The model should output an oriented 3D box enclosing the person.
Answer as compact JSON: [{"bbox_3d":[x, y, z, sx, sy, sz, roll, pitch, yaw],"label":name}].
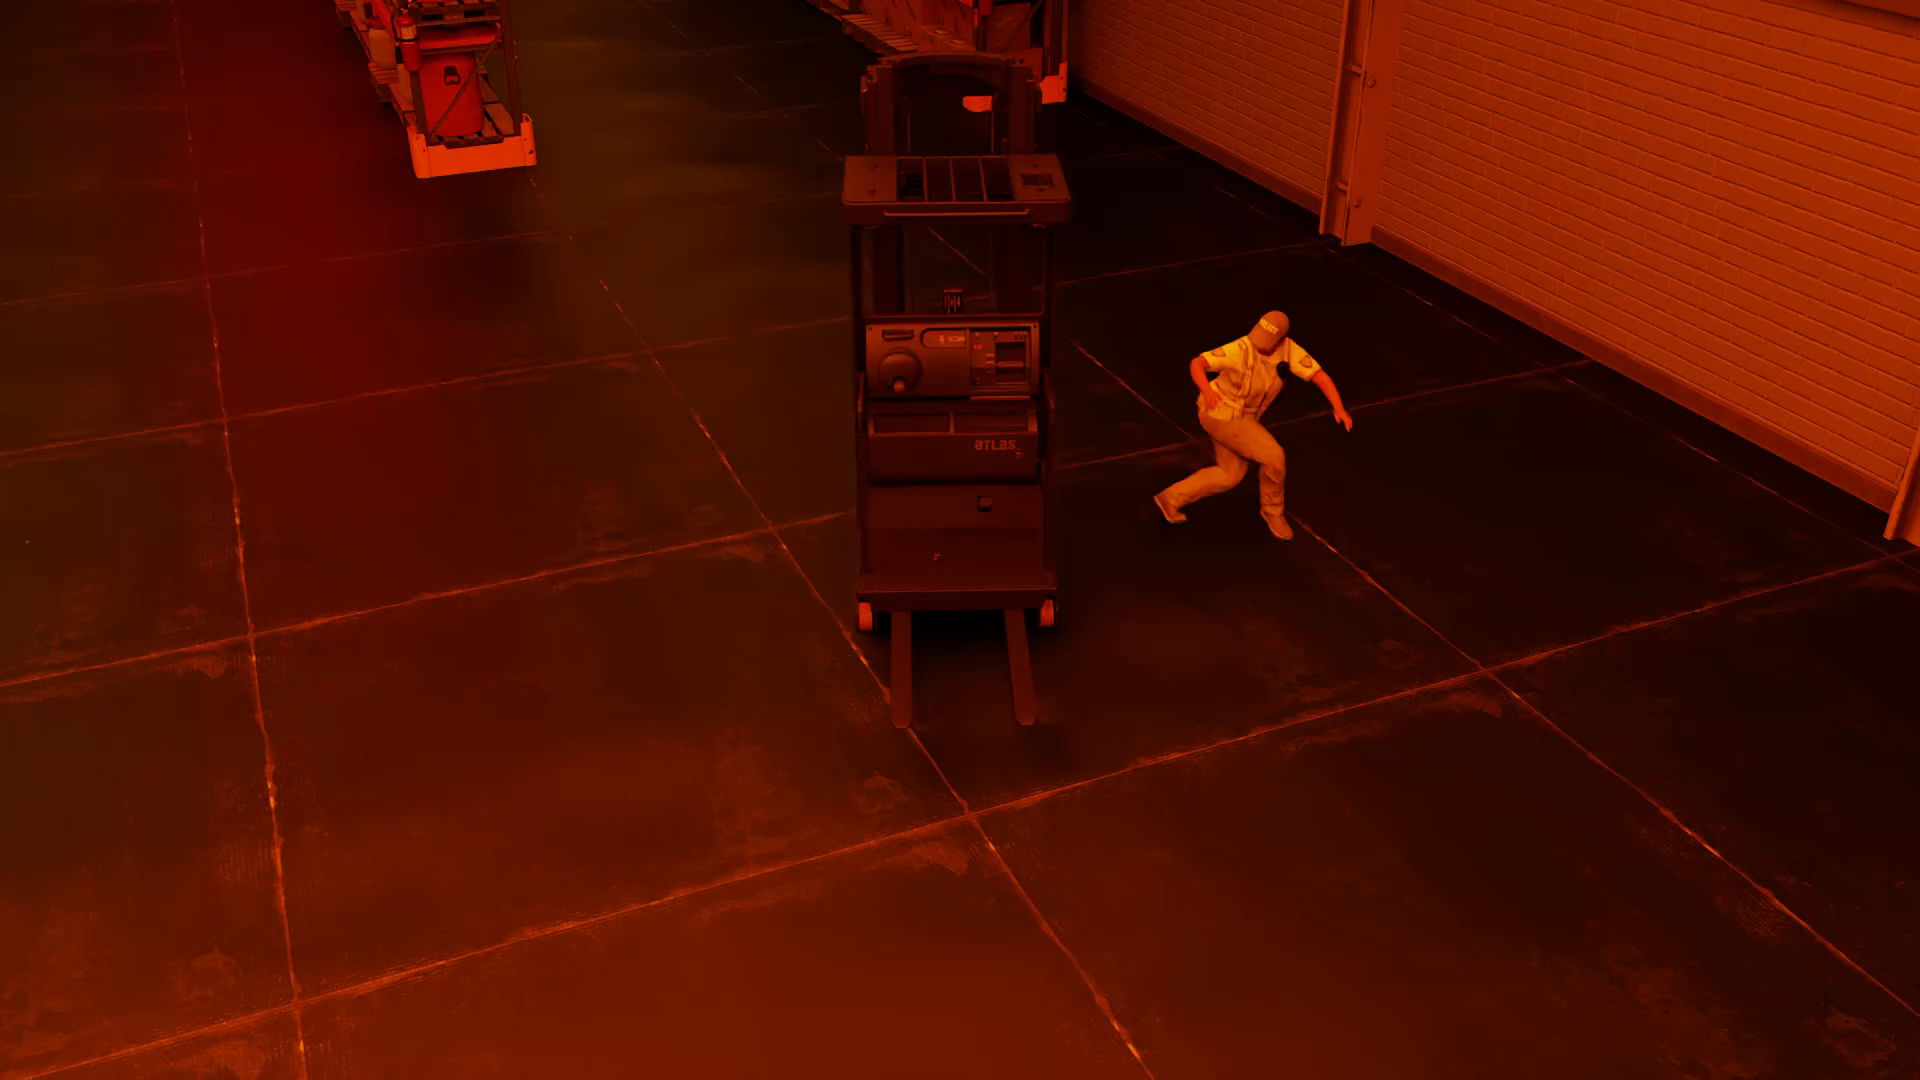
[{"bbox_3d":[1.715,-0.639,9.773,1.081,1.437,0.836,21,36,33],"label":"person"}]

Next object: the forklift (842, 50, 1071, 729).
[{"bbox_3d":[-0.029,-0.928,8.744,1.130,2.935,3.031,-1,30,-2],"label":"forklift"}]
